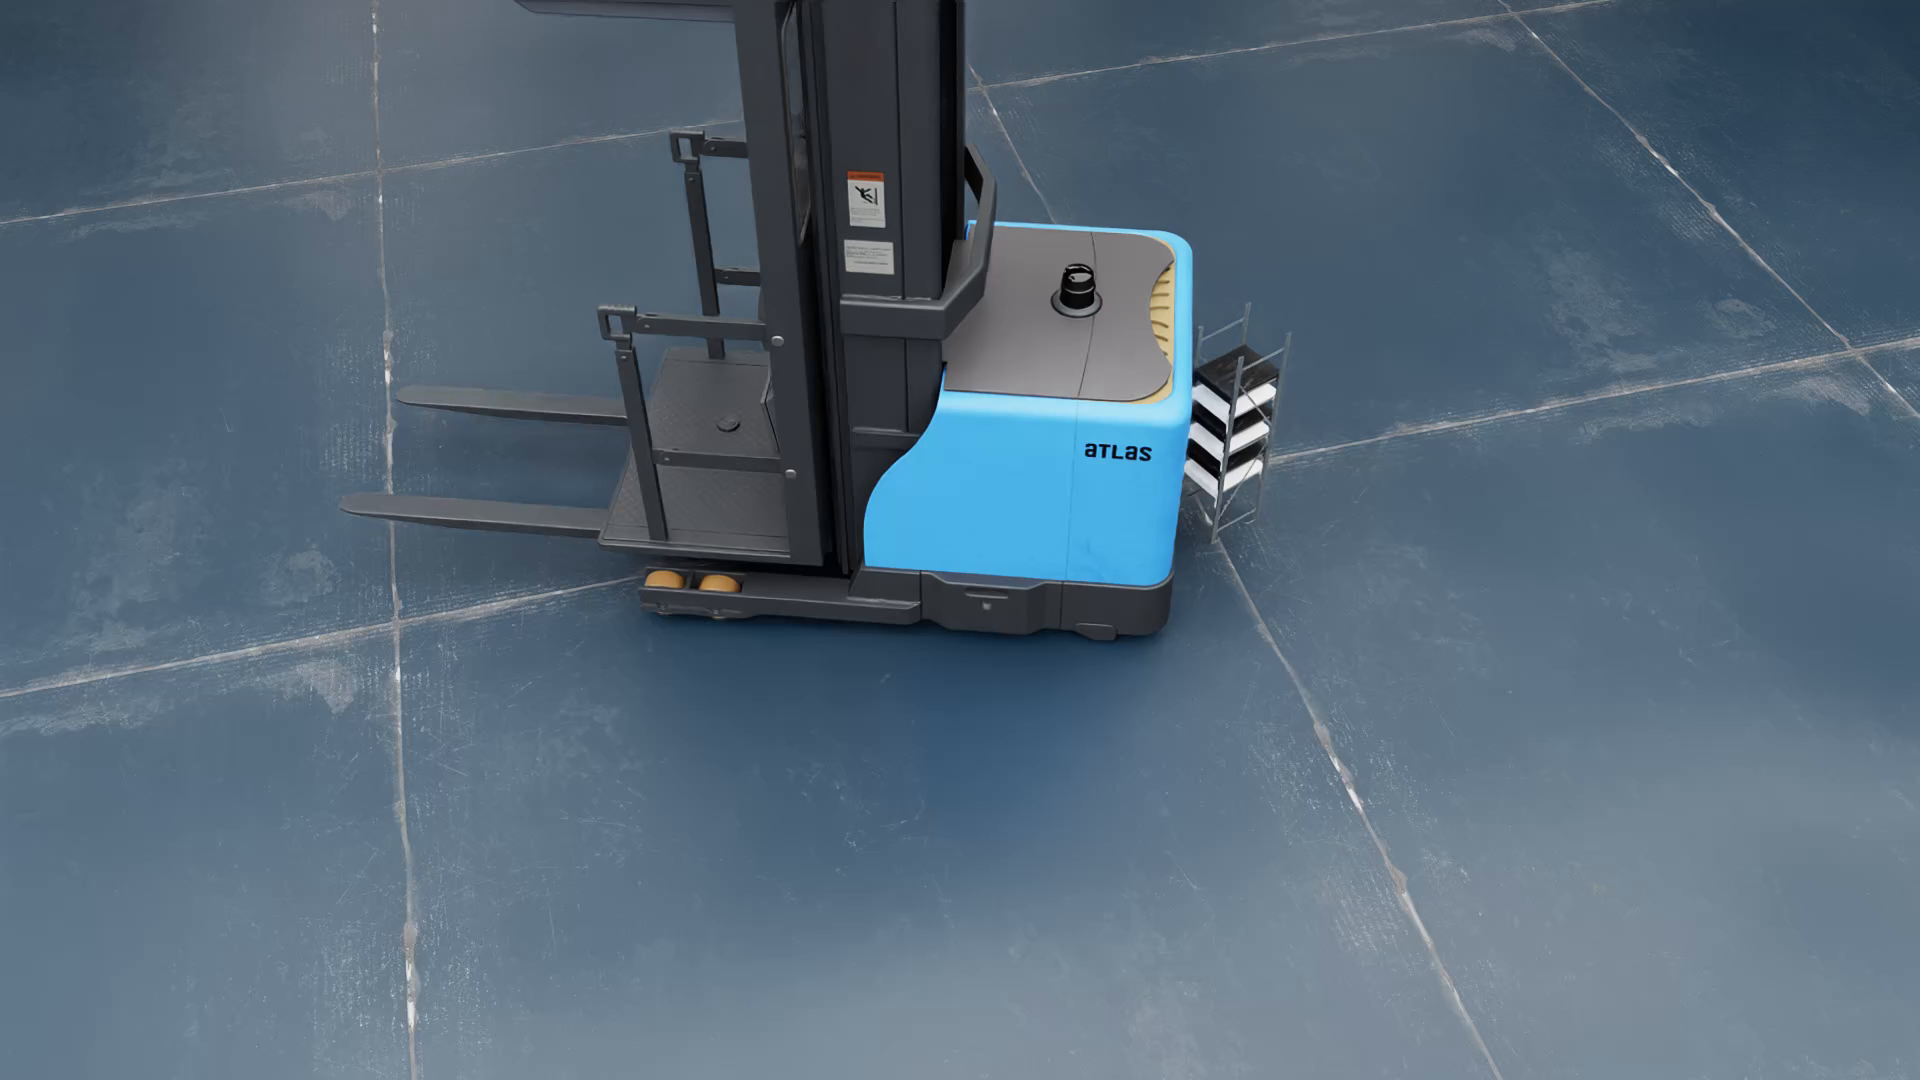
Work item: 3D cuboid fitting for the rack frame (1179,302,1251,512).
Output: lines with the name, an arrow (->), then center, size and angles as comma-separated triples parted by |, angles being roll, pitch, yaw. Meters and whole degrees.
rack frame -> 0.916, -0.463, 6.074 | 0.240, 0.900, 0.006 | -27, 52, -24

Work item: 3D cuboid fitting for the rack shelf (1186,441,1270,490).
rack shelf -> 0.975, -0.318, 6.104 | 0.258, 0.077, 0.200 | -27, 52, -24

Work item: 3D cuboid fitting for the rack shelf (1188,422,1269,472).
rack shelf -> 0.975, -0.381, 6.040 | 0.258, 0.077, 0.200 | -27, 52, -24

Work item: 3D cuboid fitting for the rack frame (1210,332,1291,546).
rack frame -> 1.035, -0.345, 5.958 | 0.240, 0.900, 0.006 | -27, 52, -24

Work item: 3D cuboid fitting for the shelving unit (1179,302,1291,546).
shelving unit -> 0.975, -0.404, 6.016 | 0.258, 0.900, 0.210 | -27, 52, -24

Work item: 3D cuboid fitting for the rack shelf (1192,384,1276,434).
rack shelf -> 0.975, -0.507, 5.911 | 0.258, 0.077, 0.200 | -27, 52, -24

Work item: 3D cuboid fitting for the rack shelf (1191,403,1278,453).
rack shelf -> 0.975, -0.444, 5.976 | 0.258, 0.077, 0.200 | -27, 52, -24

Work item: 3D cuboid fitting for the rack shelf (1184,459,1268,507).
rack shelf -> 0.975, -0.255, 6.168 | 0.258, 0.077, 0.200 | -27, 52, -24

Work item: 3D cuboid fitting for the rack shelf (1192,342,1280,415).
rack shelf -> 0.975, -0.570, 5.847 | 0.258, 0.077, 0.200 | -27, 52, -24

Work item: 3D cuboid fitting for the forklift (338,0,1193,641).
forklift -> -0.726, -1.115, 5.291 | 3.031, 2.935, 1.130 | 4, 46, 4
